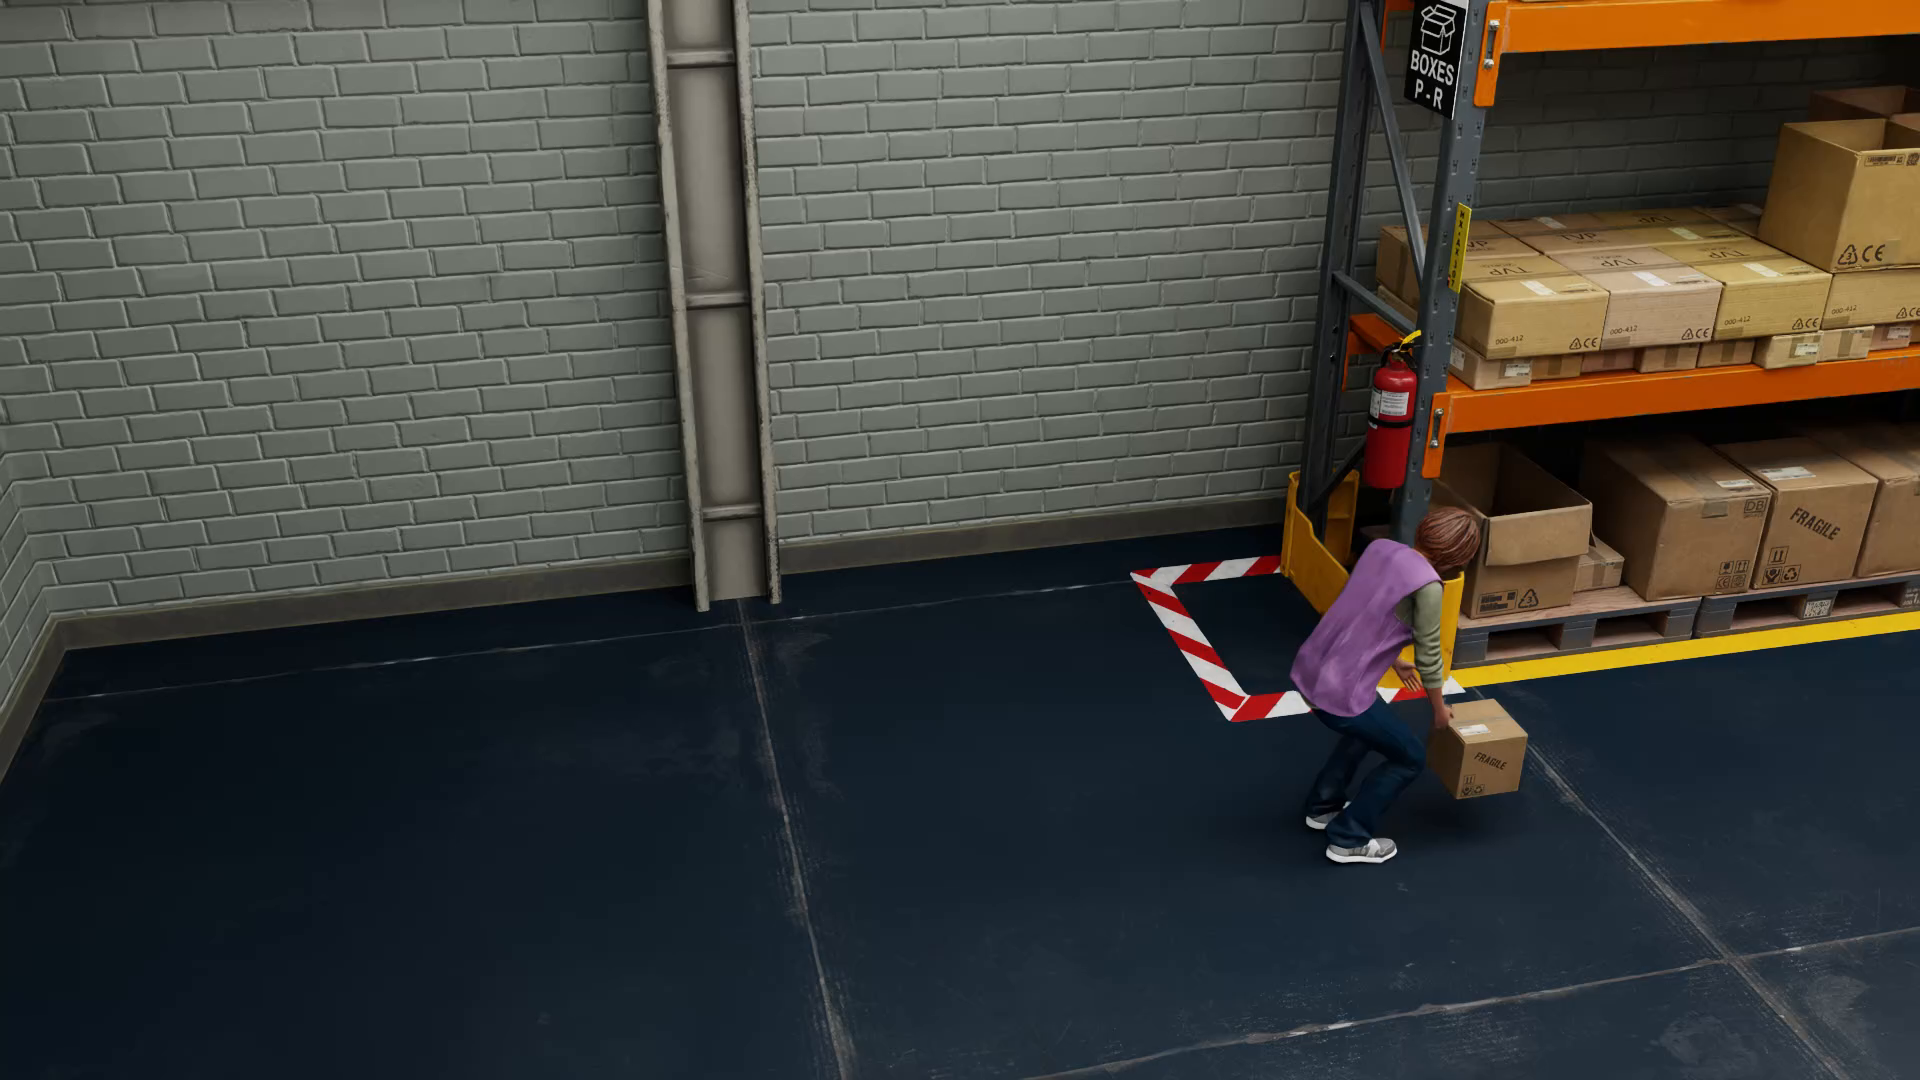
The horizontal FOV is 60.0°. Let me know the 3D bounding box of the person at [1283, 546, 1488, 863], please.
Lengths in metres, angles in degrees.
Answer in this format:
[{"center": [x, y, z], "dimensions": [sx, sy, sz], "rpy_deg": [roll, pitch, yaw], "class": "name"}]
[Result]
[{"center": [1.501, 0.583, 5.987], "dimensions": [0.721, 1.148, 0.465], "rpy_deg": [-6, 28, -11], "class": "person"}]
